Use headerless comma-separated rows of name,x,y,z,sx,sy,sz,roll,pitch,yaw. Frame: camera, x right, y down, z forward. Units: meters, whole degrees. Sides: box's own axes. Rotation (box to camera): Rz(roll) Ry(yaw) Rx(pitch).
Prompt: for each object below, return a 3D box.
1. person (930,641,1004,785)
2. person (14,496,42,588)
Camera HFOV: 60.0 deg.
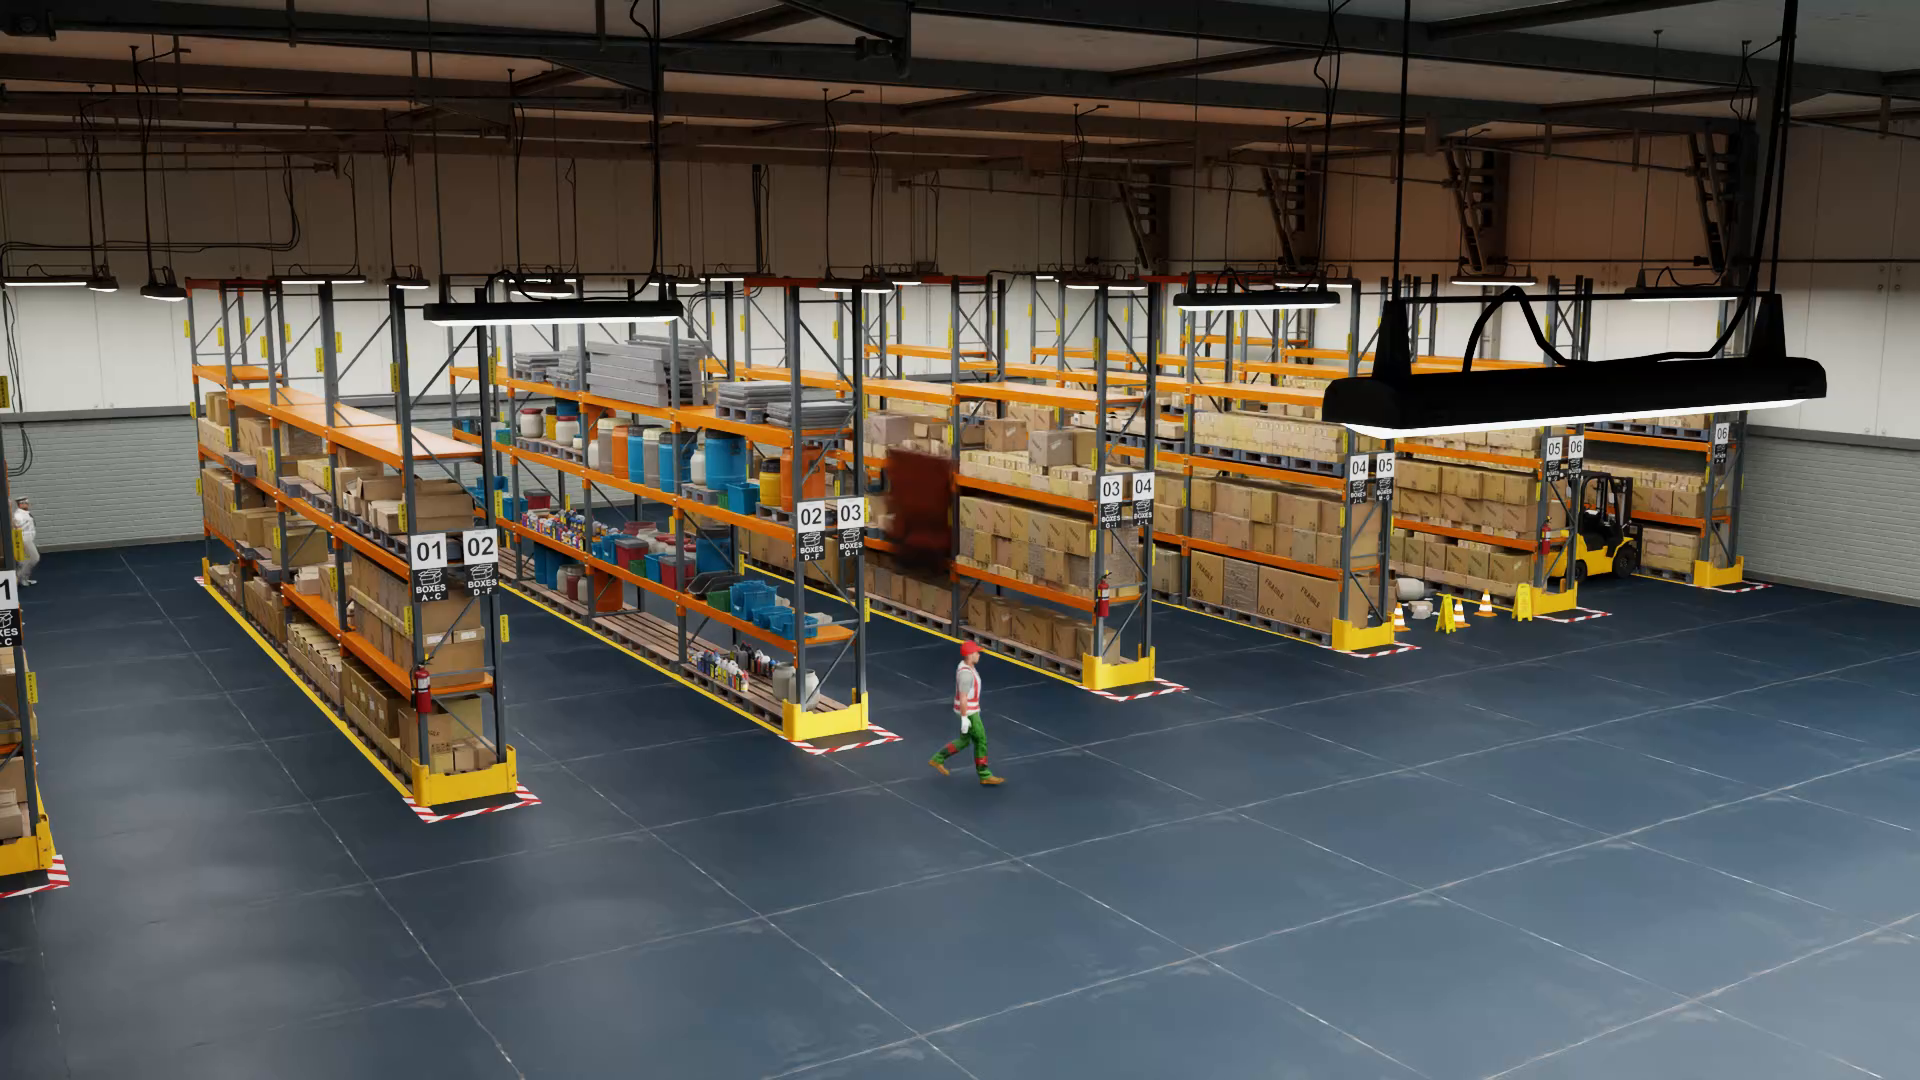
person,0.080,2.092,20.259,0.893,1.766,0.620,0,10,-2
person,-18.282,0.034,32.577,0.441,1.787,0.565,-6,11,-32
